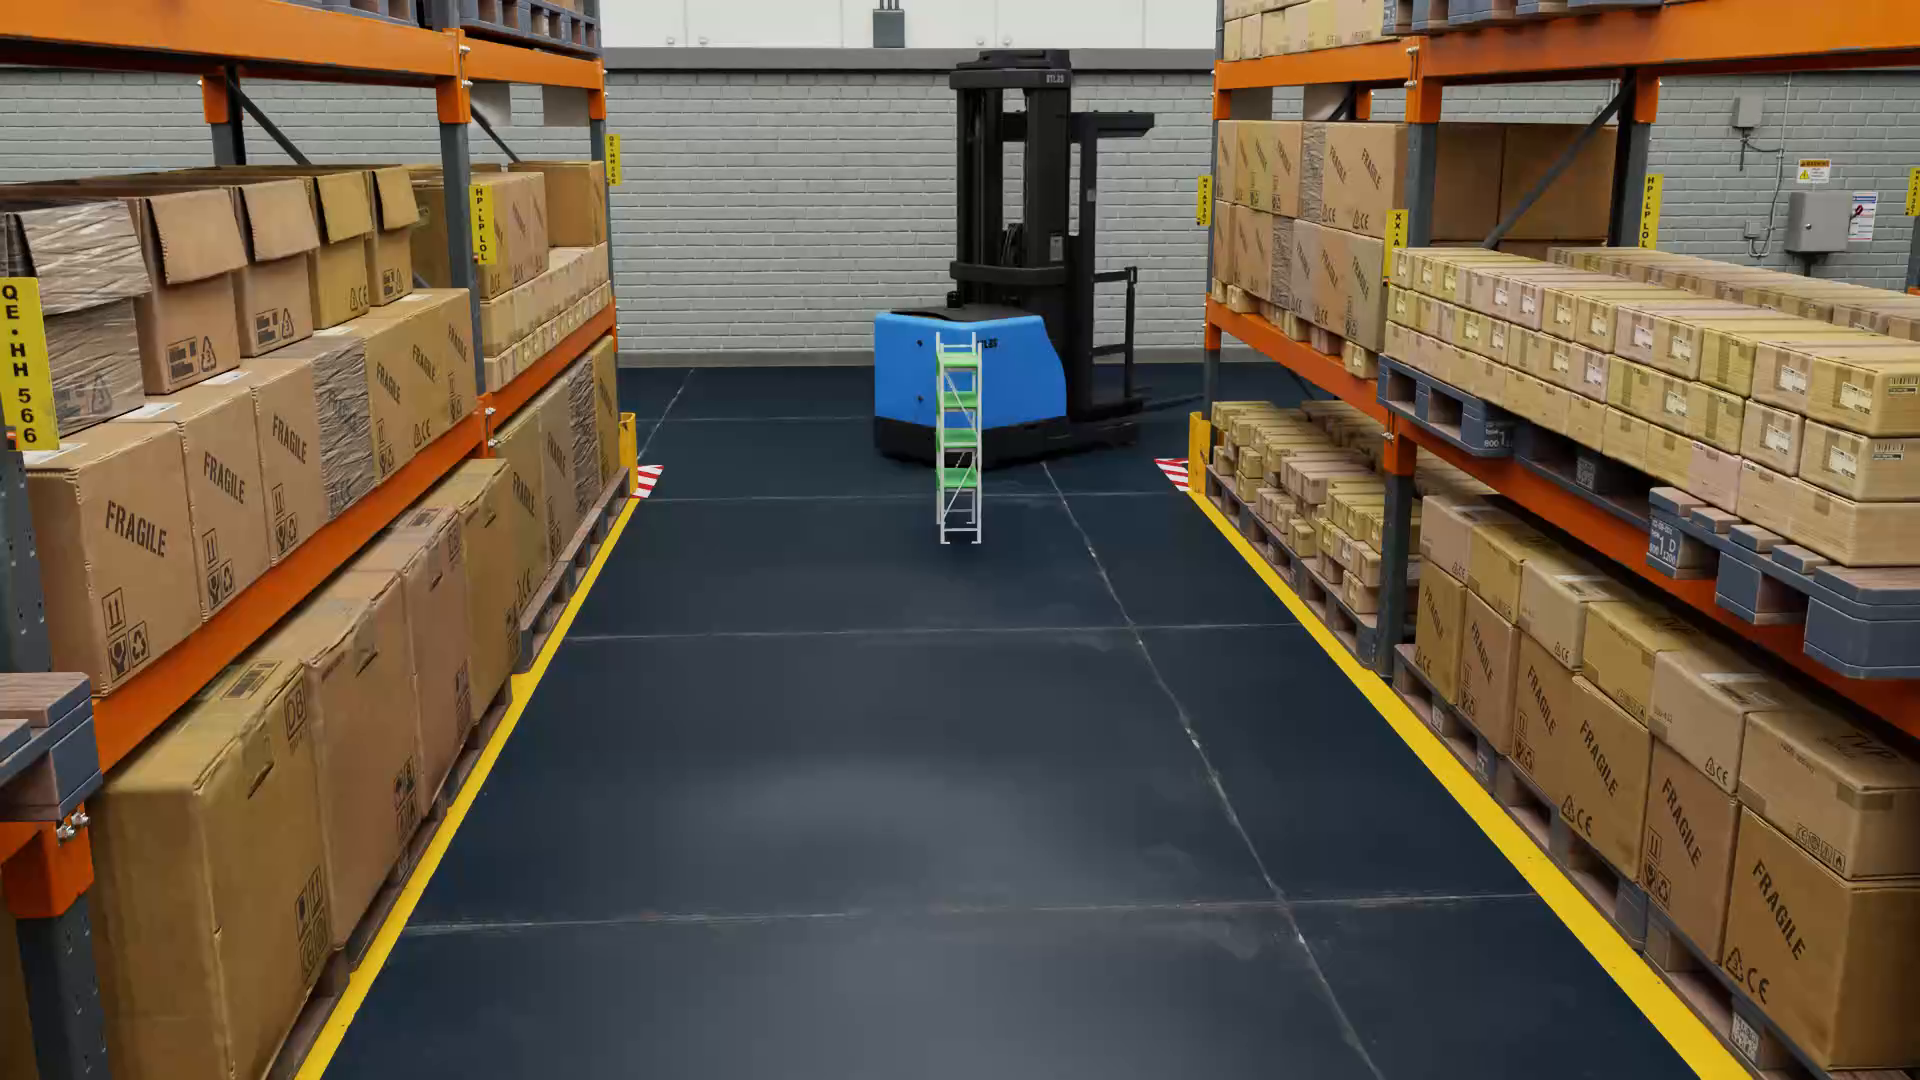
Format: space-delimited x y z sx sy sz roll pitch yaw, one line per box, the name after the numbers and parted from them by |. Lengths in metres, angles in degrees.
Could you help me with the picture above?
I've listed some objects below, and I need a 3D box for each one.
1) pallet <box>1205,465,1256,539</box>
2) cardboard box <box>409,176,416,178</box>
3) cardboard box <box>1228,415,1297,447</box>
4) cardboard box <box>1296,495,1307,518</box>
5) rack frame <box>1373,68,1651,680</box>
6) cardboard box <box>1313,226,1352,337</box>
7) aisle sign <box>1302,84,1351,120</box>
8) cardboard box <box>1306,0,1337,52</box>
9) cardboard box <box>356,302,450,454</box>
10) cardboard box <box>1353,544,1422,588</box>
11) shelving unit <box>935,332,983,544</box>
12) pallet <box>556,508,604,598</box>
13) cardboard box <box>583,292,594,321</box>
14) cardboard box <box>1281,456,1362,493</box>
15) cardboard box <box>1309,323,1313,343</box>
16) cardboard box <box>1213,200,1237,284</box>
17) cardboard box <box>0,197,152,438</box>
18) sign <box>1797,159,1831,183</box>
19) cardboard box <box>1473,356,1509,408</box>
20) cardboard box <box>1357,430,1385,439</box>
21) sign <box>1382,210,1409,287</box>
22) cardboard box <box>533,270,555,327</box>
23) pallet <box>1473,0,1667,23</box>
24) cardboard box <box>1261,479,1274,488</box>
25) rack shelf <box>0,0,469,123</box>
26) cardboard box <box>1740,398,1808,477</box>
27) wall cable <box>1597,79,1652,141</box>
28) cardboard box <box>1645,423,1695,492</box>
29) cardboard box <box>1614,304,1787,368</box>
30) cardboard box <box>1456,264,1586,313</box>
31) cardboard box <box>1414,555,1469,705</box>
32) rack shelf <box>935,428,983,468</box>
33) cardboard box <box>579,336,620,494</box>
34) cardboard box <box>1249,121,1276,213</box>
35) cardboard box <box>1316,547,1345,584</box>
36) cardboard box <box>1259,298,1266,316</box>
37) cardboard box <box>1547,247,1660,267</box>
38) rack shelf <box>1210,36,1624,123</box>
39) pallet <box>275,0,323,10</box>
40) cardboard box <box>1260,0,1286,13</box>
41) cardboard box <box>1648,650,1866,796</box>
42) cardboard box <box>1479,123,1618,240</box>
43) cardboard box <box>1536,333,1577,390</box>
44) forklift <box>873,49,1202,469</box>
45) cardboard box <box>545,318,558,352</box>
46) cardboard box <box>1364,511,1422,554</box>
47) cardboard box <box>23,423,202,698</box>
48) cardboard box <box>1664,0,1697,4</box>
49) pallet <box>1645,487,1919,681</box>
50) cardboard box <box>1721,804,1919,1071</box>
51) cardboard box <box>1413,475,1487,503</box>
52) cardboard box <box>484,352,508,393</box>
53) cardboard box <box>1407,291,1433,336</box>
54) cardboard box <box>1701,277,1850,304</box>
2.182 -0.263 10.625 1.003 0.211 1.213 -1 14 -3 | pallet
-2.869 -1.458 7.873 0.500 0.500 0.500 -1 14 -3 | cardboard box
1.880 -0.679 10.330 0.380 0.149 0.250 -1 14 -4 | cardboard box
2.060 -0.208 9.096 0.380 0.149 0.250 -2 15 -6 | cardboard box
2.410 -0.840 7.272 1.000 3.000 0.127 -1 14 -3 | rack frame
2.067 -1.278 8.175 0.500 0.500 0.500 -1 14 -5 | cardboard box
2.457 -3.117 10.903 0.394 0.787 0.004 -1 14 -3 | aisle sign
2.058 -2.589 8.350 0.500 0.250 0.500 -1 14 -4 | cardboard box
-2.222 -0.602 6.146 0.500 0.500 0.500 0 14 -2 | cardboard box
2.073 0.120 7.824 0.380 0.149 0.250 -1 14 -2 | cardboard box
-0.010 -0.622 10.037 0.258 1.200 0.503 -1 14 -3 | shelving unit
-2.595 0.067 9.342 1.003 0.211 1.213 -1 14 -3 | pallet
-2.397 -1.389 9.909 0.380 0.149 0.250 -1 14 -2 | cardboard box
1.974 -0.359 9.086 0.380 0.149 0.250 -1 14 -5 | cardboard box
2.076 -1.112 8.831 0.380 0.149 0.250 -1 14 -4 | cardboard box
1.914 -1.912 10.639 0.500 0.500 0.500 0 14 -1 | cardboard box
-2.328 -0.510 3.776 0.797 0.503 0.637 0 14 -2 | cardboard box
8.761 -3.785 17.061 0.339 0.242 0.001 -1 14 -3 | sign
2.040 -0.560 5.845 0.380 0.149 0.250 -2 15 -6 | cardboard box
2.574 -0.561 9.872 0.380 0.149 0.250 0 14 -1 | cardboard box
1.869 -1.249 7.124 0.100 0.325 0.005 -1 14 -3 | sign
-2.378 -1.234 8.505 0.500 0.250 0.500 -1 14 -2 | cardboard box
2.409 -1.789 5.316 1.213 0.211 1.003 -1 14 -3 | pallet
2.012 -0.270 9.934 0.380 0.149 0.250 -1 14 -3 | cardboard box
-2.423 -1.396 4.855 1.077 0.370 4.000 -1 14 -3 | rack shelf
2.154 -0.253 4.056 0.380 0.149 0.250 0 14 -1 | cardboard box
6.723 -3.846 16.852 0.585 1.953 0.123 -1 14 -3 | wall cable
2.126 -0.231 4.564 0.380 0.149 0.250 -1 14 -4 | cardboard box
2.111 -0.584 4.744 0.380 0.149 0.250 -1 14 -3 | cardboard box
2.025 -0.910 6.010 0.380 0.149 0.250 -1 14 -4 | cardboard box
2.191 0.355 6.801 0.500 0.500 0.500 0 14 -1 | cardboard box
-0.010 -0.560 10.053 0.258 0.148 0.480 -1 14 -3 | rack shelf
-2.675 -0.800 10.537 0.875 0.875 0.875 -1 14 -3 | cardboard box
1.972 -2.141 9.523 0.500 0.500 0.500 -1 14 -5 | cardboard box
2.032 0.114 8.442 0.380 0.149 0.250 -1 14 -5 | cardboard box
2.028 -1.435 10.088 0.380 0.149 0.250 0 14 -1 | cardboard box
2.629 -1.113 6.801 0.380 0.149 0.250 0 14 -1 | cardboard box
2.286 -2.442 8.921 1.077 0.370 4.000 -1 14 -3 | rack shelf
-2.464 -1.593 4.556 1.003 0.211 1.213 0 14 -1 | pallet
1.982 -3.088 9.288 0.500 0.250 0.500 -1 14 -3 | cardboard box
2.311 0.507 4.704 0.500 0.250 0.500 -1 14 -3 | cardboard box
2.625 -1.633 7.549 0.500 0.500 0.500 -1 14 -2 | cardboard box
2.074 -0.572 5.294 0.380 0.149 0.250 -1 14 -5 | cardboard box
0.770 -2.219 12.768 3.031 2.935 1.130 -13 19 -42 | forklift
-2.314 -1.068 8.662 0.380 0.149 0.250 -1 14 -3 | cardboard box
2.128 -0.036 7.829 0.380 0.149 0.250 0 14 -2 | cardboard box
-2.058 0.032 3.680 0.500 0.500 0.500 0 14 -2 | cardboard box
2.298 -1.733 4.522 0.500 0.500 0.500 -1 14 -3 | cardboard box
2.507 0.072 4.112 1.213 0.211 1.003 -1 14 -3 | pallet
2.356 1.002 4.285 0.500 0.500 0.500 -1 14 -4 | cardboard box
2.533 -0.236 8.608 0.380 0.149 0.250 -1 14 -5 | cardboard box
-2.233 -0.746 7.410 0.380 0.149 0.250 -1 14 -3 | cardboard box
1.993 -0.897 6.555 0.380 0.149 0.250 -1 14 -5 | cardboard box
2.709 -0.789 5.541 0.380 0.149 0.250 -2 15 -6 | cardboard box
